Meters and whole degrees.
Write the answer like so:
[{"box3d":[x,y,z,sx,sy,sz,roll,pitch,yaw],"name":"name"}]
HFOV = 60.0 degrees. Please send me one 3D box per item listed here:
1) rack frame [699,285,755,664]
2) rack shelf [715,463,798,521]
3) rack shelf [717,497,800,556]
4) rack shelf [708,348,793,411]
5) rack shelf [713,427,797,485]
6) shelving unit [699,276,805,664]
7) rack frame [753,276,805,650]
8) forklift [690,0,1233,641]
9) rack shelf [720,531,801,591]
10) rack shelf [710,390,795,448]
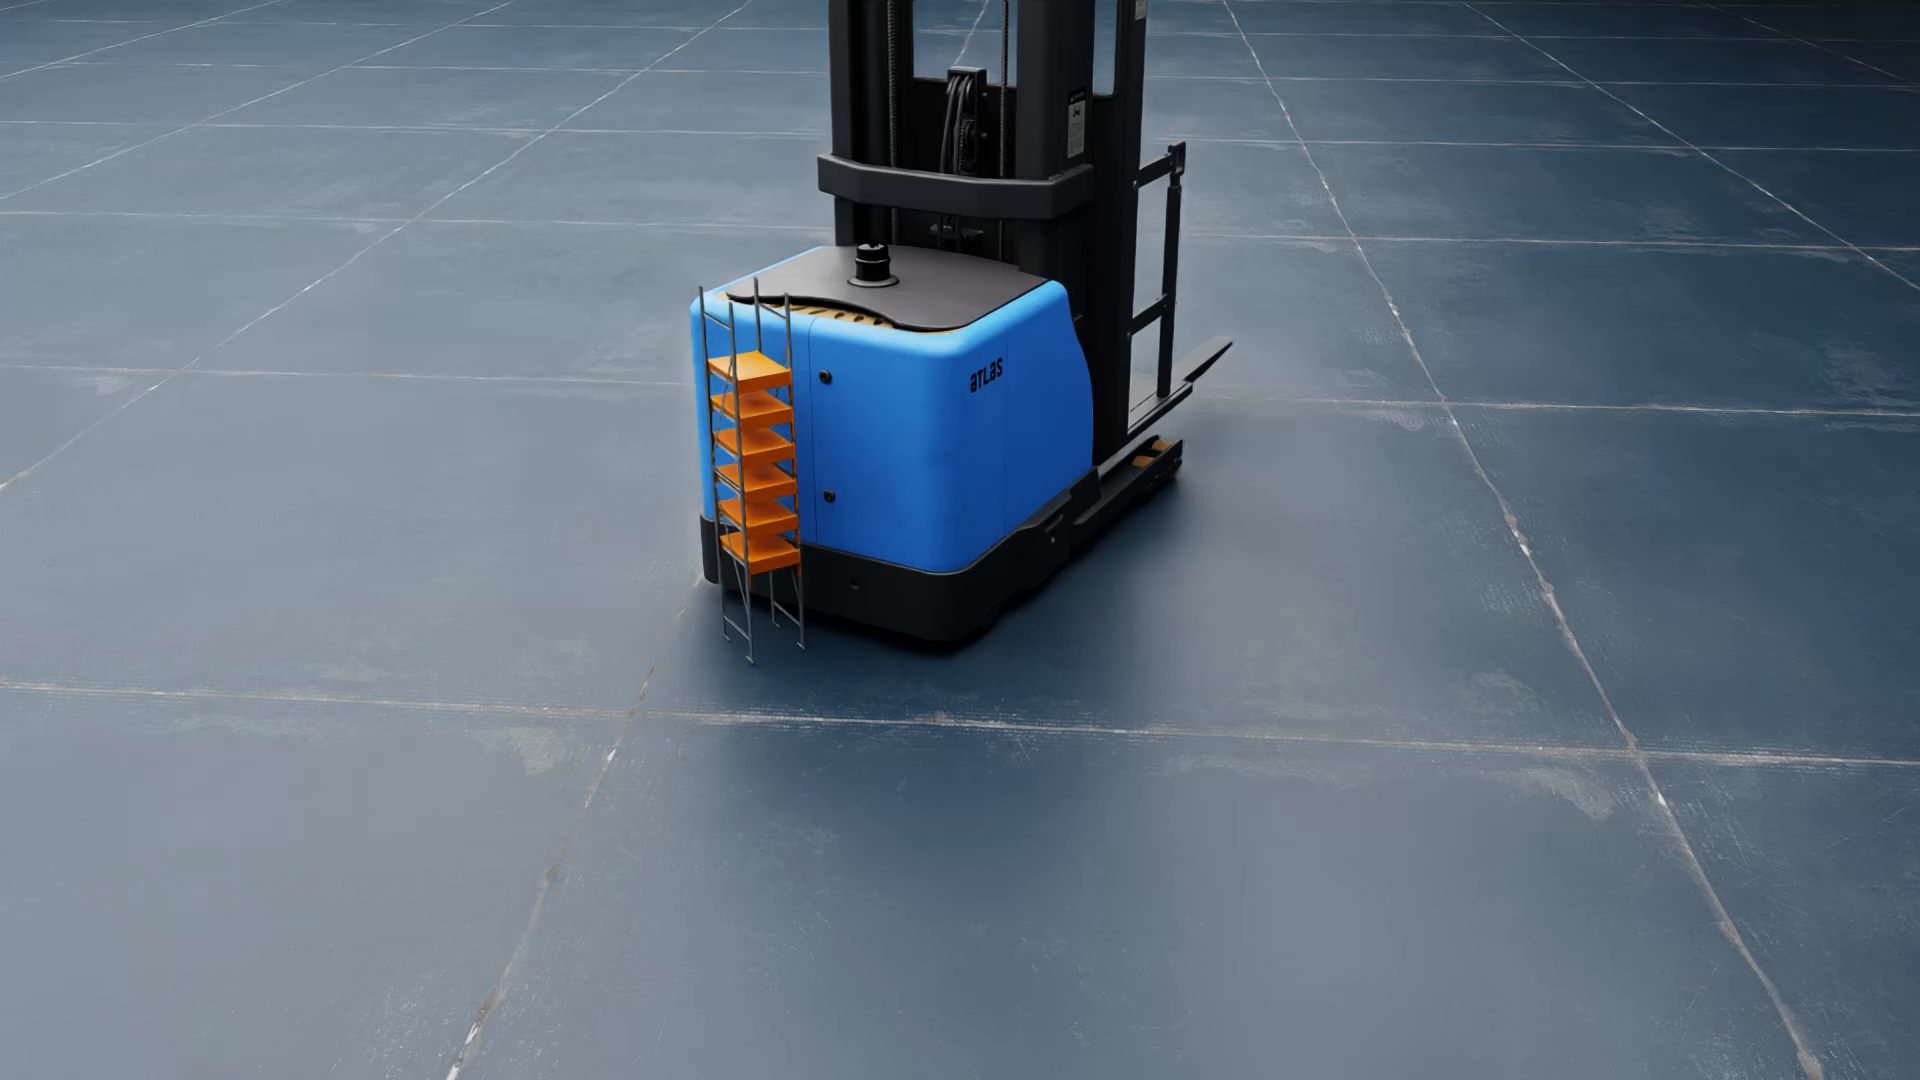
[{"box3d":[-0.730,-0.189,5.218,0.006,1.200,0.240,-14,27,-28],"name":"rack frame"},{"box3d":[-0.652,-0.168,5.280,0.180,0.103,0.258,-14,27,-28],"name":"rack shelf"},{"box3d":[-0.652,-0.058,5.329,0.180,0.103,0.258,-14,27,-28],"name":"rack shelf"},{"box3d":[-0.653,-0.497,5.134,0.180,0.103,0.258,-14,27,-28],"name":"rack shelf"},{"box3d":[-0.652,-0.277,5.231,0.180,0.103,0.258,-14,27,-28],"name":"rack shelf"},{"box3d":[-0.652,-0.208,5.262,0.189,1.200,0.258,-14,27,-28],"name":"shelving unit"},{"box3d":[-0.574,-0.228,5.305,0.006,1.200,0.240,-14,27,-28],"name":"rack frame"},{"box3d":[0.252,-1.583,6.184,1.130,2.935,3.031,13,28,26],"name":"forklift"},{"box3d":[-0.651,0.052,5.377,0.180,0.103,0.258,-14,27,-28],"name":"rack shelf"},{"box3d":[-0.653,-0.387,5.183,0.180,0.103,0.258,-14,27,-28],"name":"rack shelf"}]
